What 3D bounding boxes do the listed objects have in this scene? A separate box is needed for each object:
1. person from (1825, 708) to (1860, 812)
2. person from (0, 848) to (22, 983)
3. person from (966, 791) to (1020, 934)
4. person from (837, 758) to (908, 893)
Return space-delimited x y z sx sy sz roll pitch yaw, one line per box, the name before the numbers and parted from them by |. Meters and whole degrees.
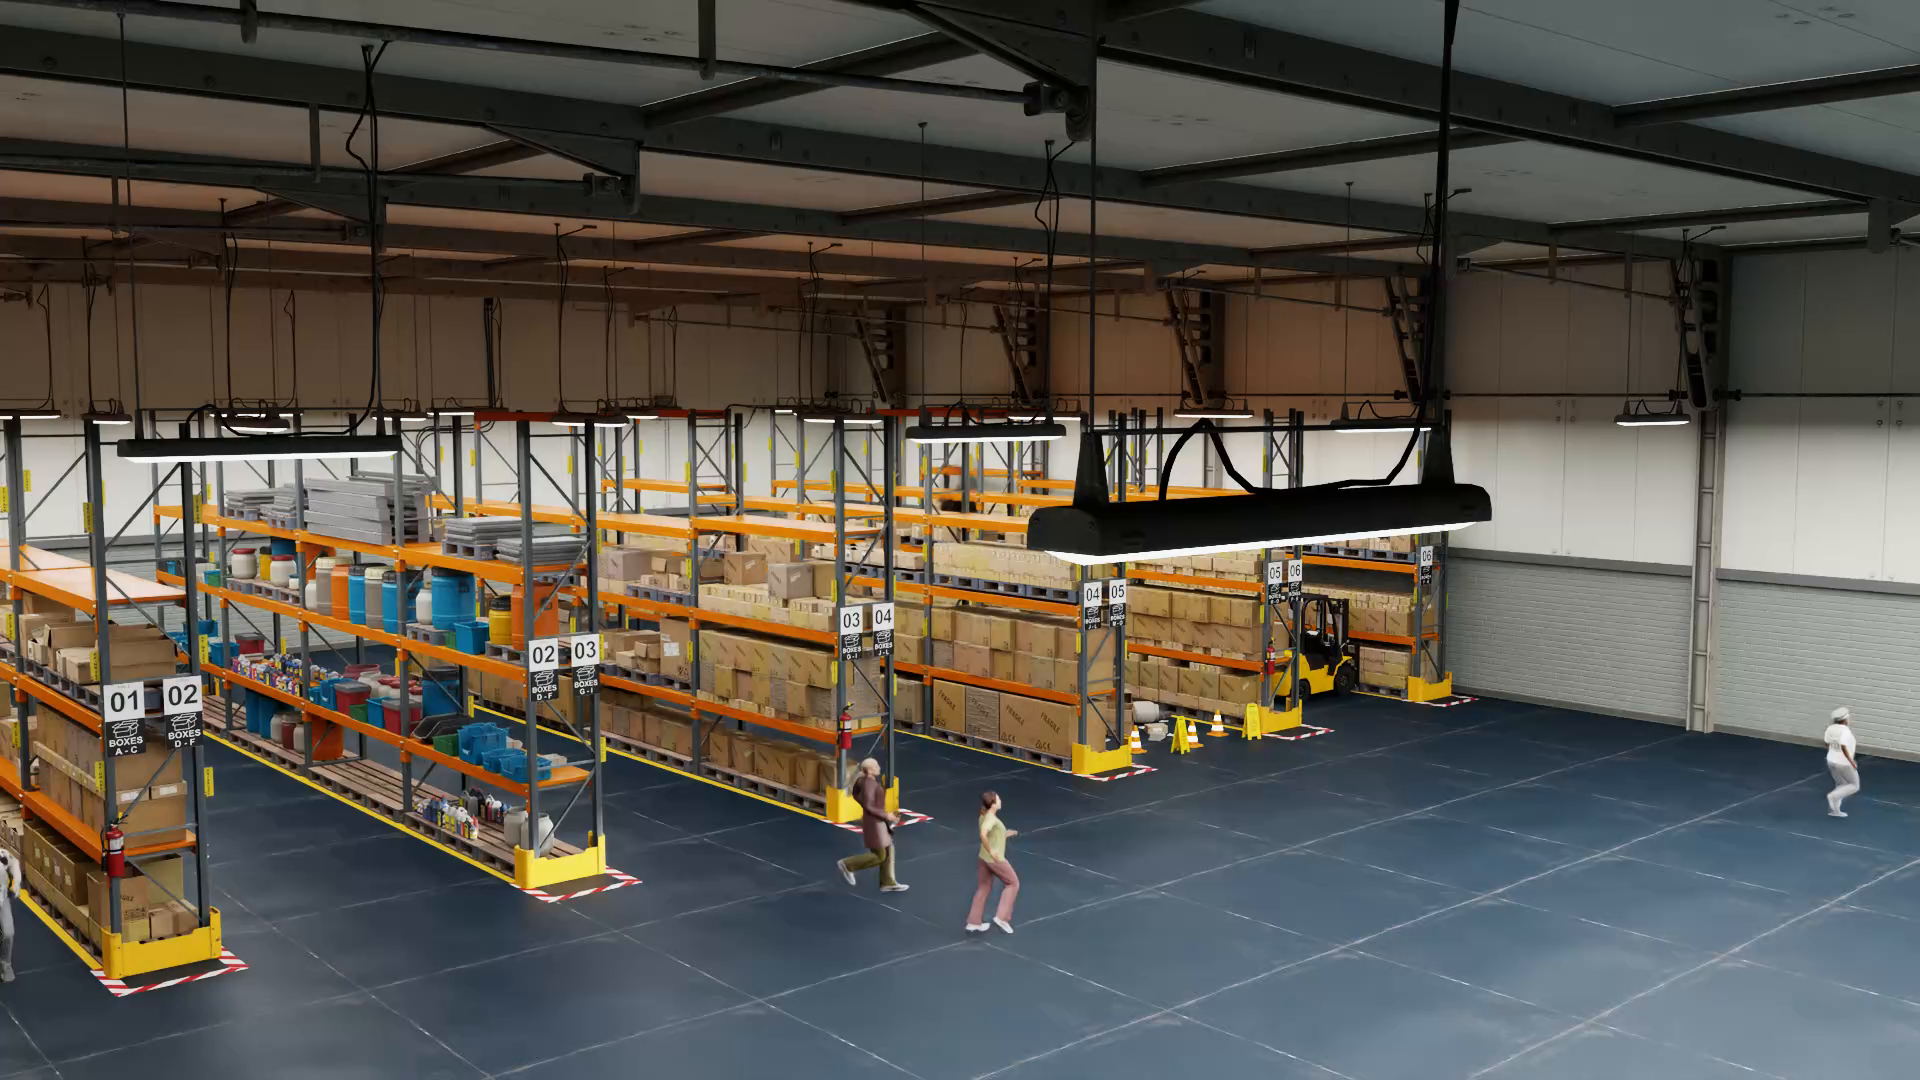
person | 13.221 3.290 24.877 0.502 1.586 0.574 -1 5 -10
person | -10.407 3.929 17.890 0.637 1.737 0.699 -5 7 -44
person | 0.375 3.783 19.495 0.662 1.704 0.558 -2 6 -26
person | -1.111 3.620 21.076 0.920 1.742 0.725 -1 5 -9
